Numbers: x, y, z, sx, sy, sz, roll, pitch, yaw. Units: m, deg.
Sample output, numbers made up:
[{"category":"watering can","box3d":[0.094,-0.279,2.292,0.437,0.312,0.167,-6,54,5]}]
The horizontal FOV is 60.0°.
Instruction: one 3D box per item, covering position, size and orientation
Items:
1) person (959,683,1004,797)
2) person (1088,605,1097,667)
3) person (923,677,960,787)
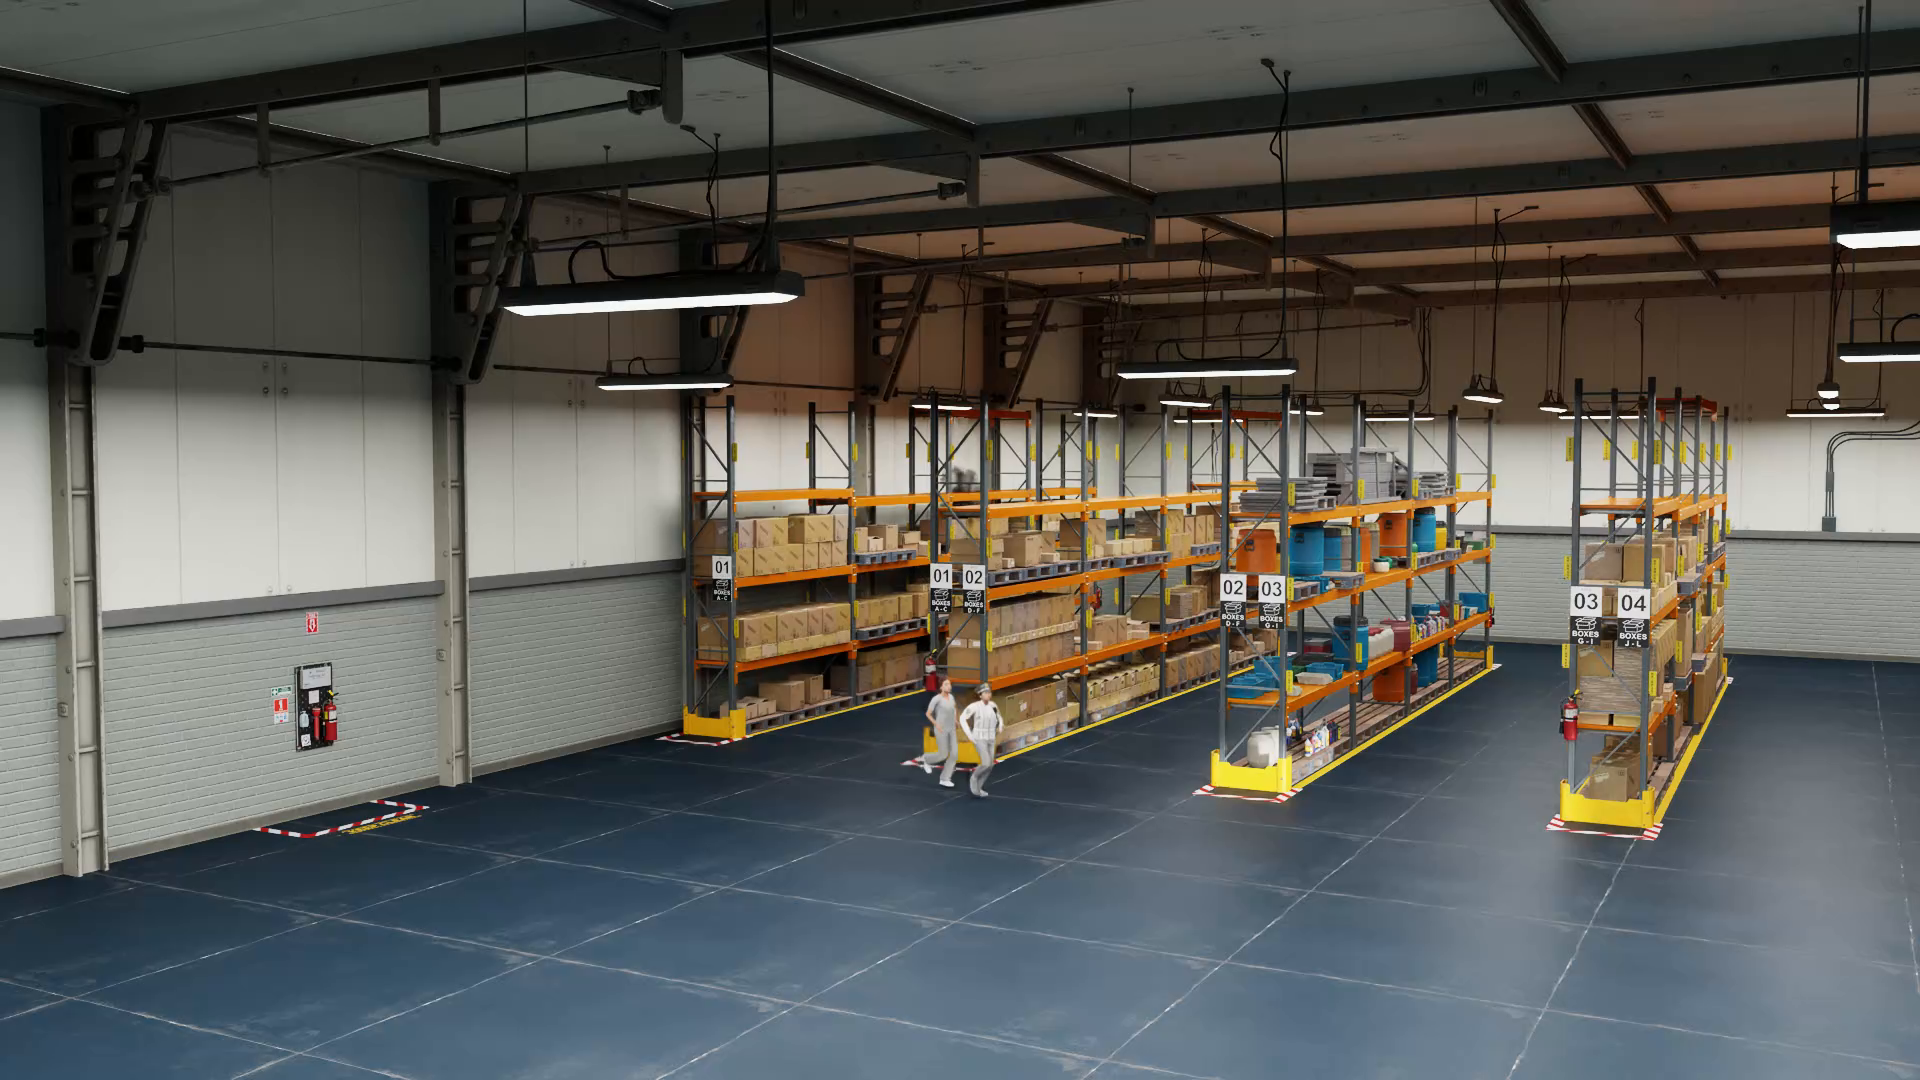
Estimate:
[{"category":"person","box3d":[0.368,2.890,24.016,0.659,1.666,0.523,-2,4,-34]},{"category":"person","box3d":[2.892,2.276,36.179,0.594,1.743,0.729,2,3,28]},{"category":"person","box3d":[-0.256,2.875,25.073,0.570,1.630,0.684,-3,4,-40]}]
